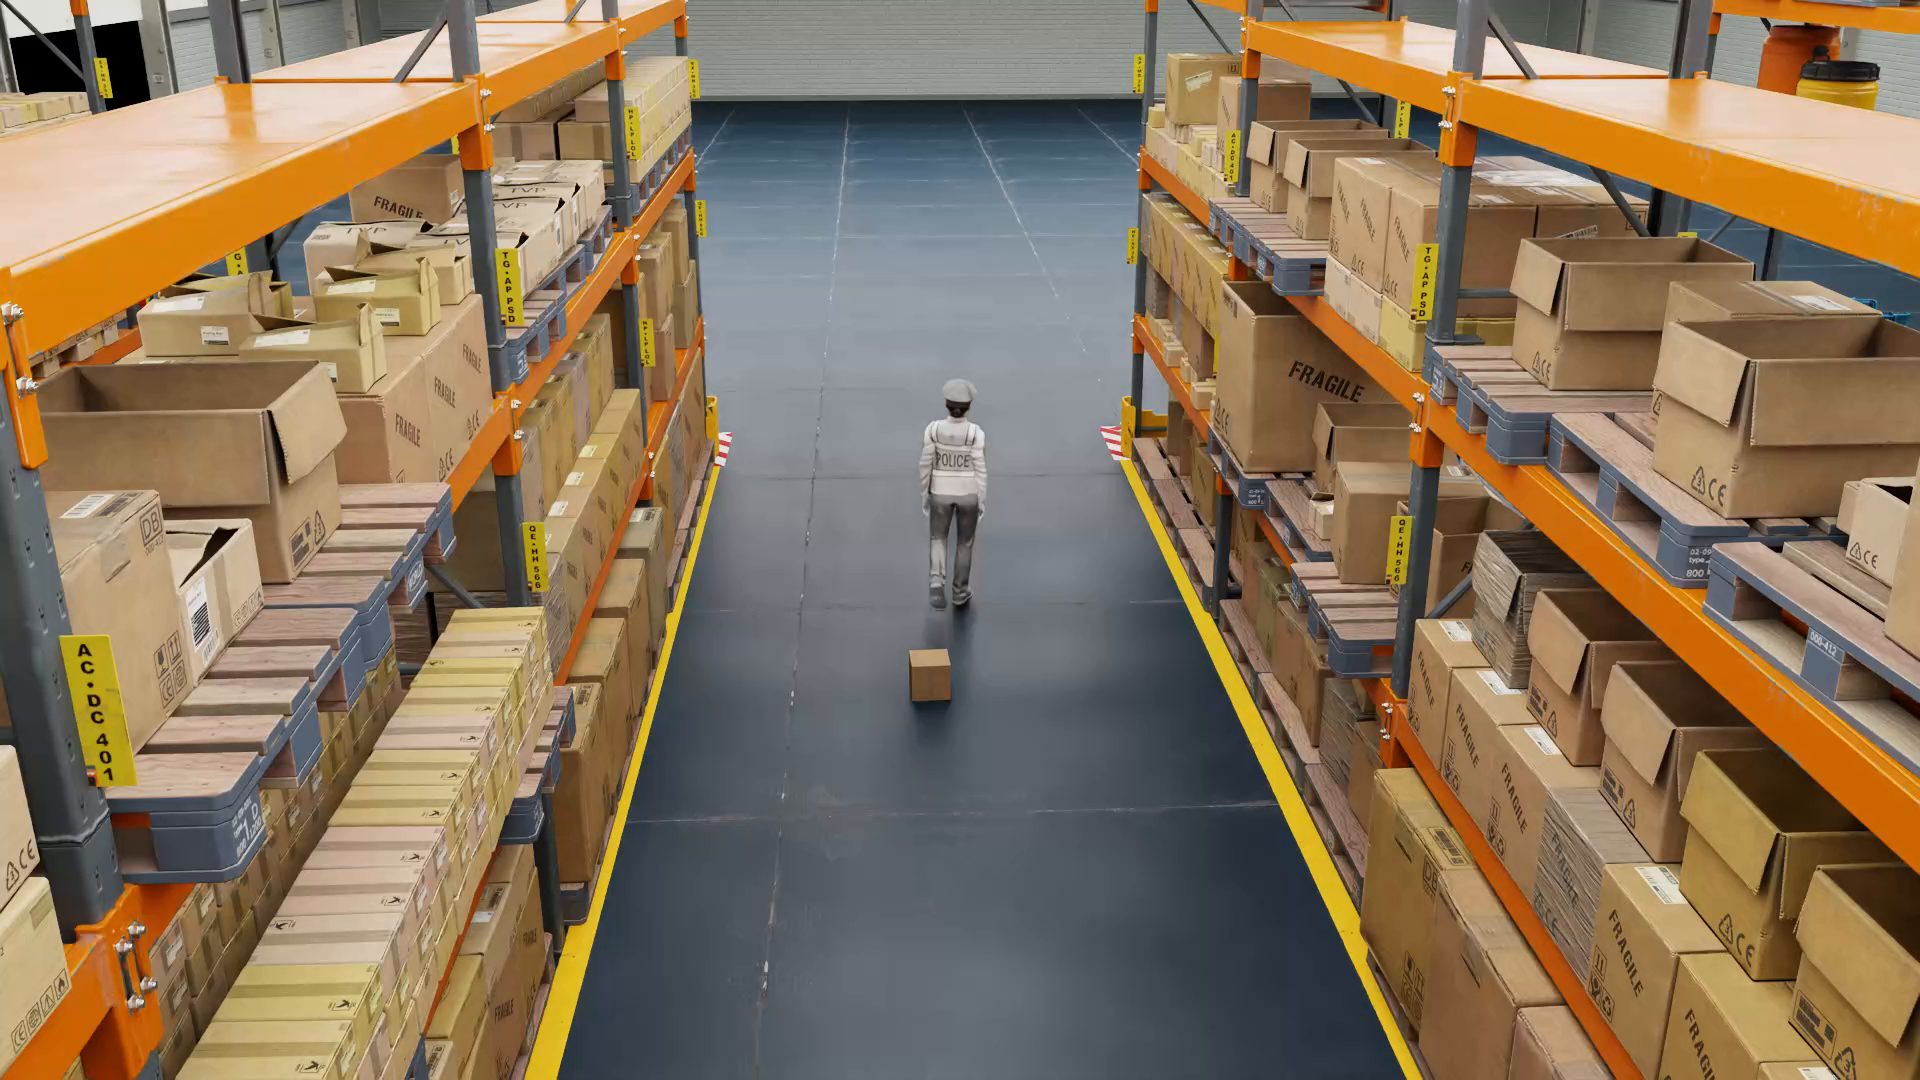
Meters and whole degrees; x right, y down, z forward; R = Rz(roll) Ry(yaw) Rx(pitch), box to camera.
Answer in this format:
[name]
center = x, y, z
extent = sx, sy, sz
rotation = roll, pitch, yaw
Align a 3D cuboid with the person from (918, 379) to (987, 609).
[person]
center = -0.058, -0.296, 11.774
extent = 0.493, 1.670, 0.606
rotation = 3, 21, 9
